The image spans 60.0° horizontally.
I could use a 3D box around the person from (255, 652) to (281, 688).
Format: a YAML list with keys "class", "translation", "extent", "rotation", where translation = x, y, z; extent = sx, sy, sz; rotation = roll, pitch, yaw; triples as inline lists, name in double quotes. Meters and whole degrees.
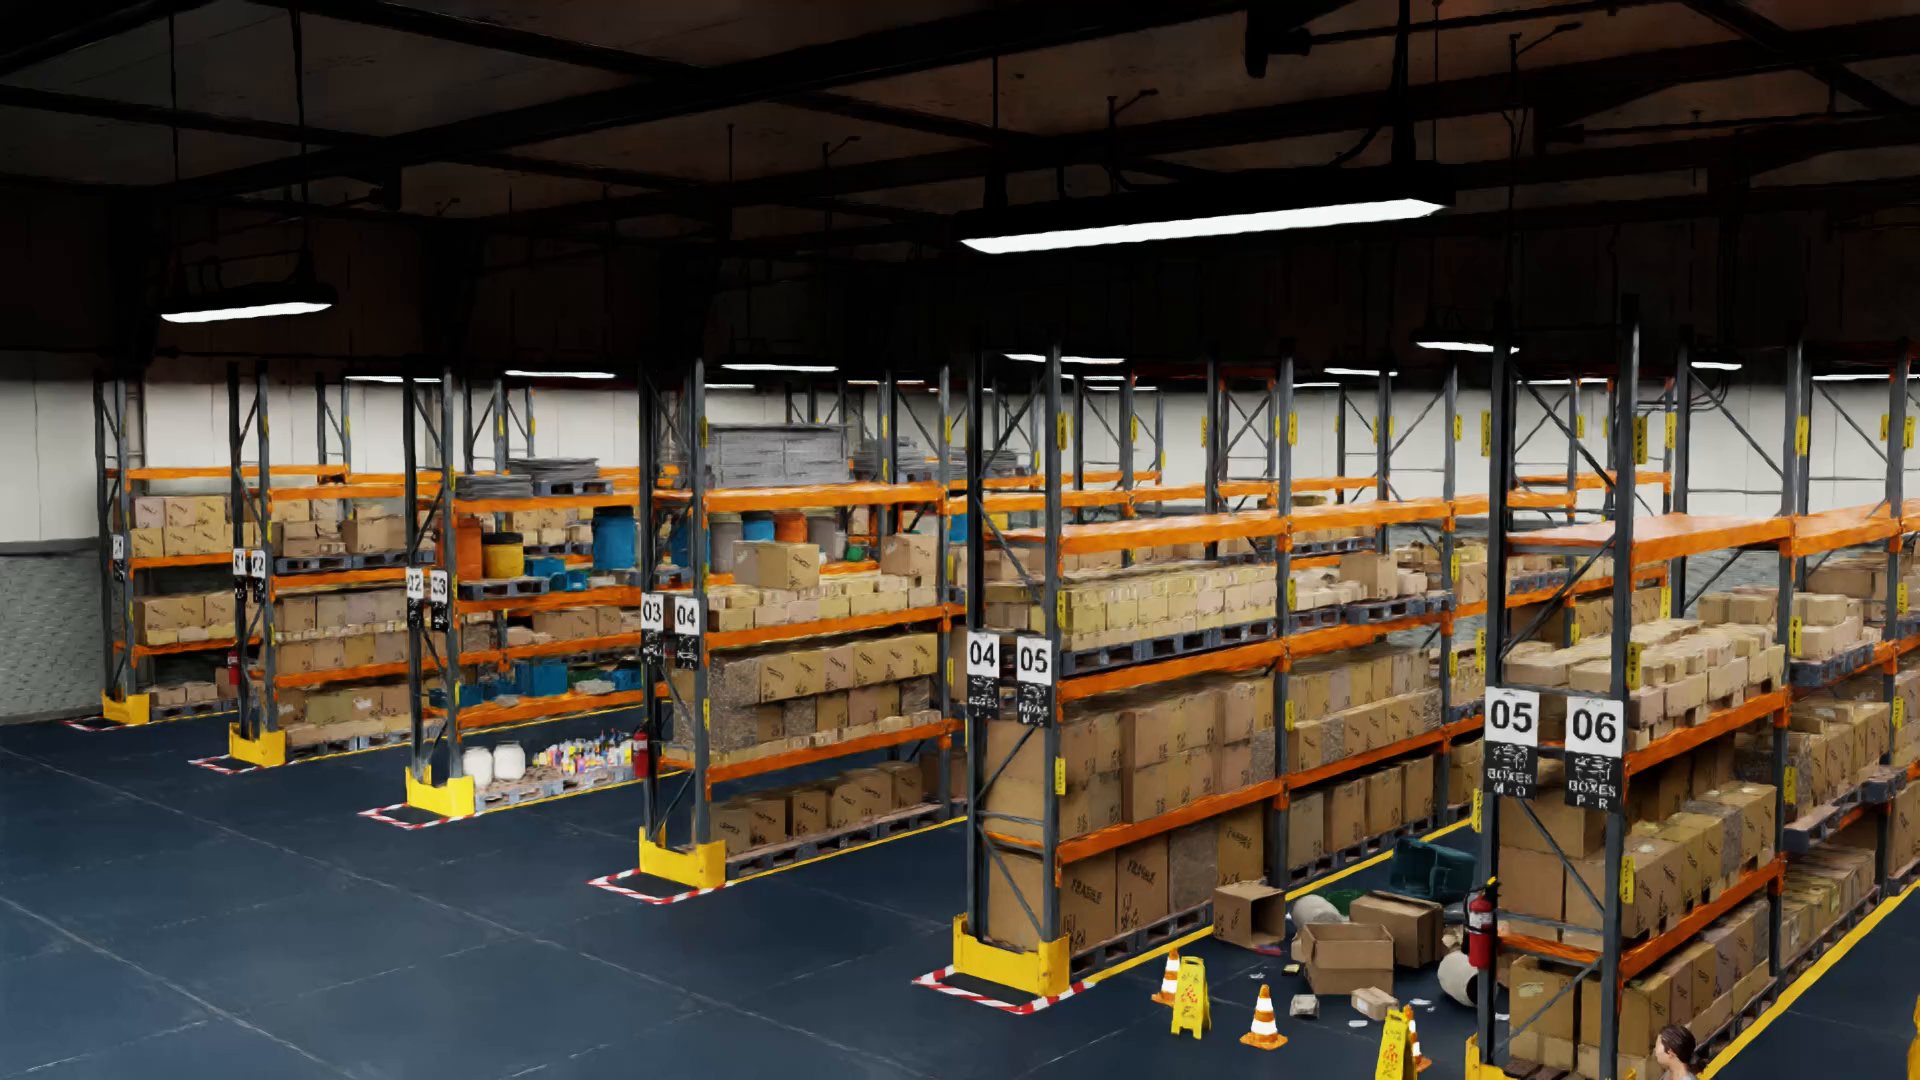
- class: "person"
  translation: [-11.653, 2.201, 28.478]
  extent: [0.675, 1.727, 0.774]
  rotation: [2, 4, 20]

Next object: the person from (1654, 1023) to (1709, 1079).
- class: "person"
  translation: [4.231, 3.632, 9.601]
  extent: [0.612, 1.662, 0.501]
  rotation: [1, 4, 7]
